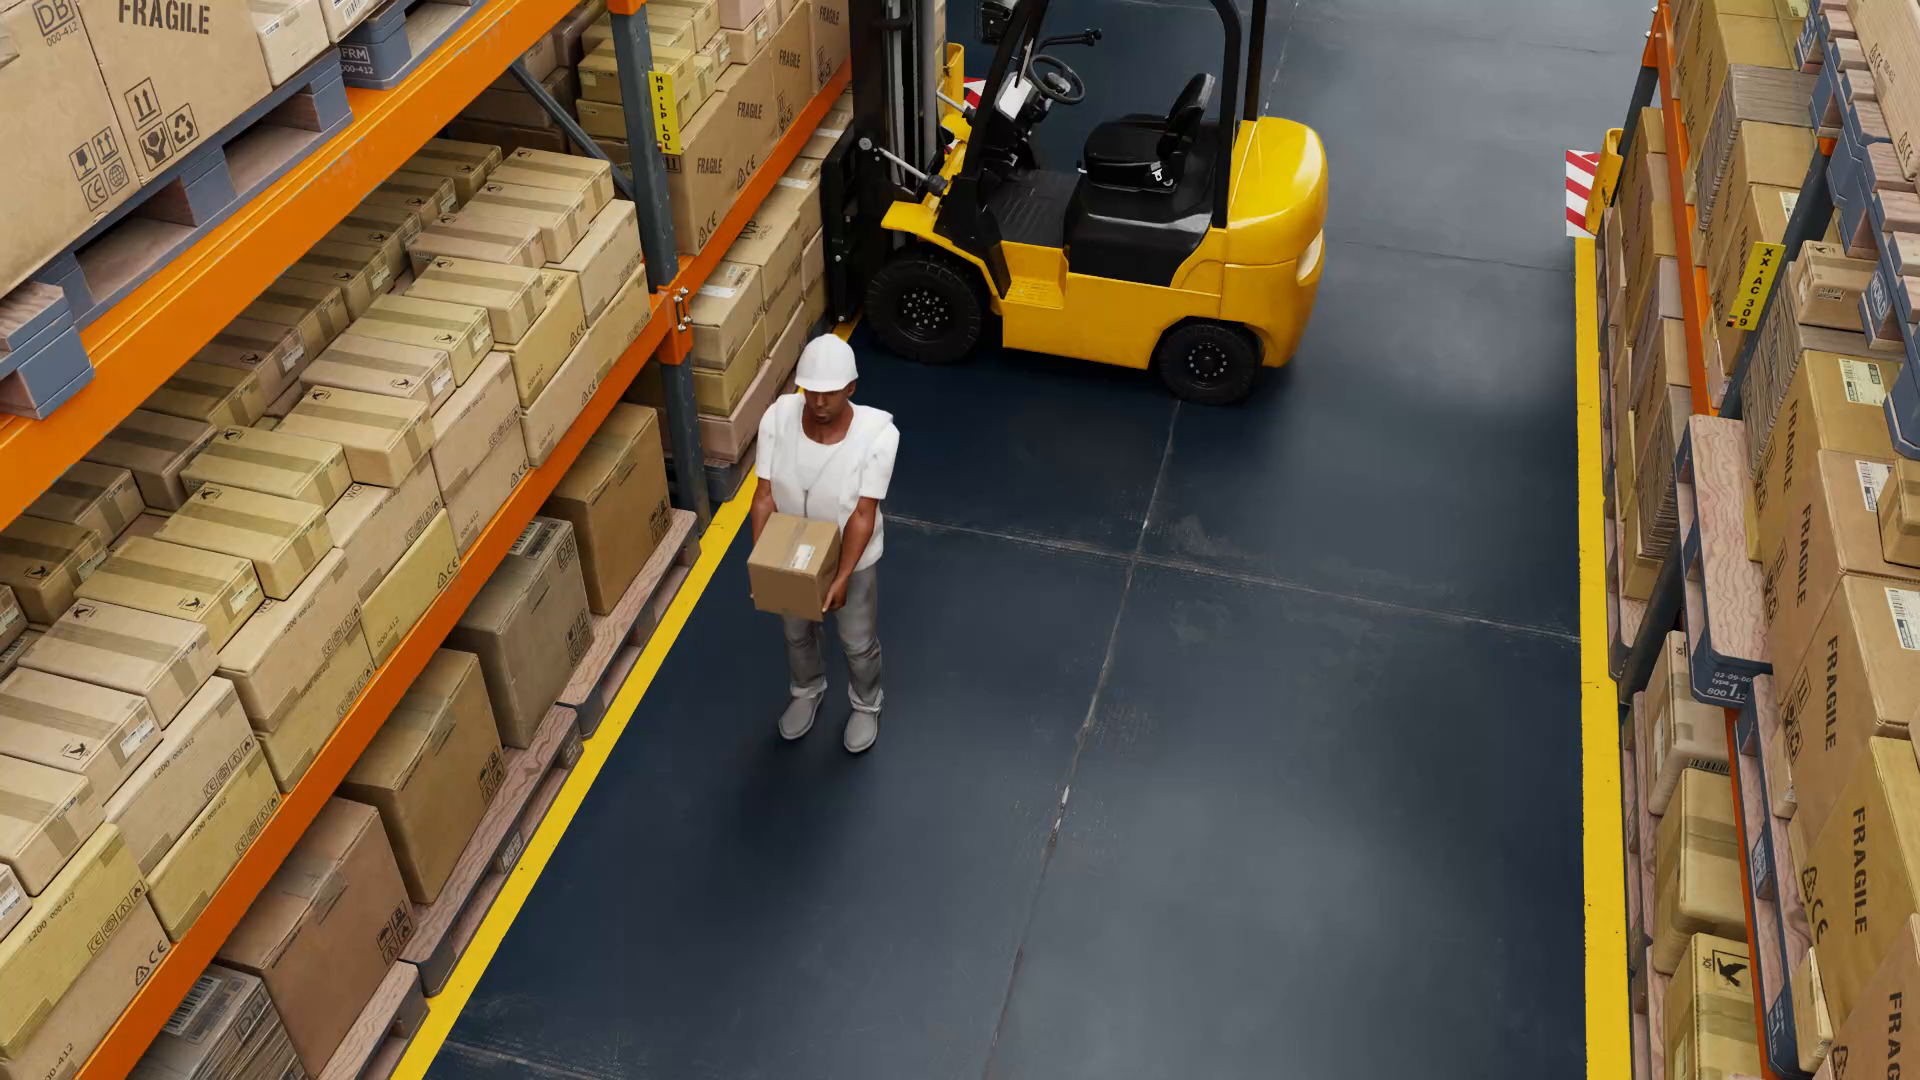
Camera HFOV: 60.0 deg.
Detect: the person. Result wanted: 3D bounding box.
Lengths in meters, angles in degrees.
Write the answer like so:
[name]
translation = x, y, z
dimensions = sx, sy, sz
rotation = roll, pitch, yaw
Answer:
[person]
translation = -0.504, 0.099, 6.030
dimensions = 0.503, 1.760, 0.587
rotation = 11, 42, 12
